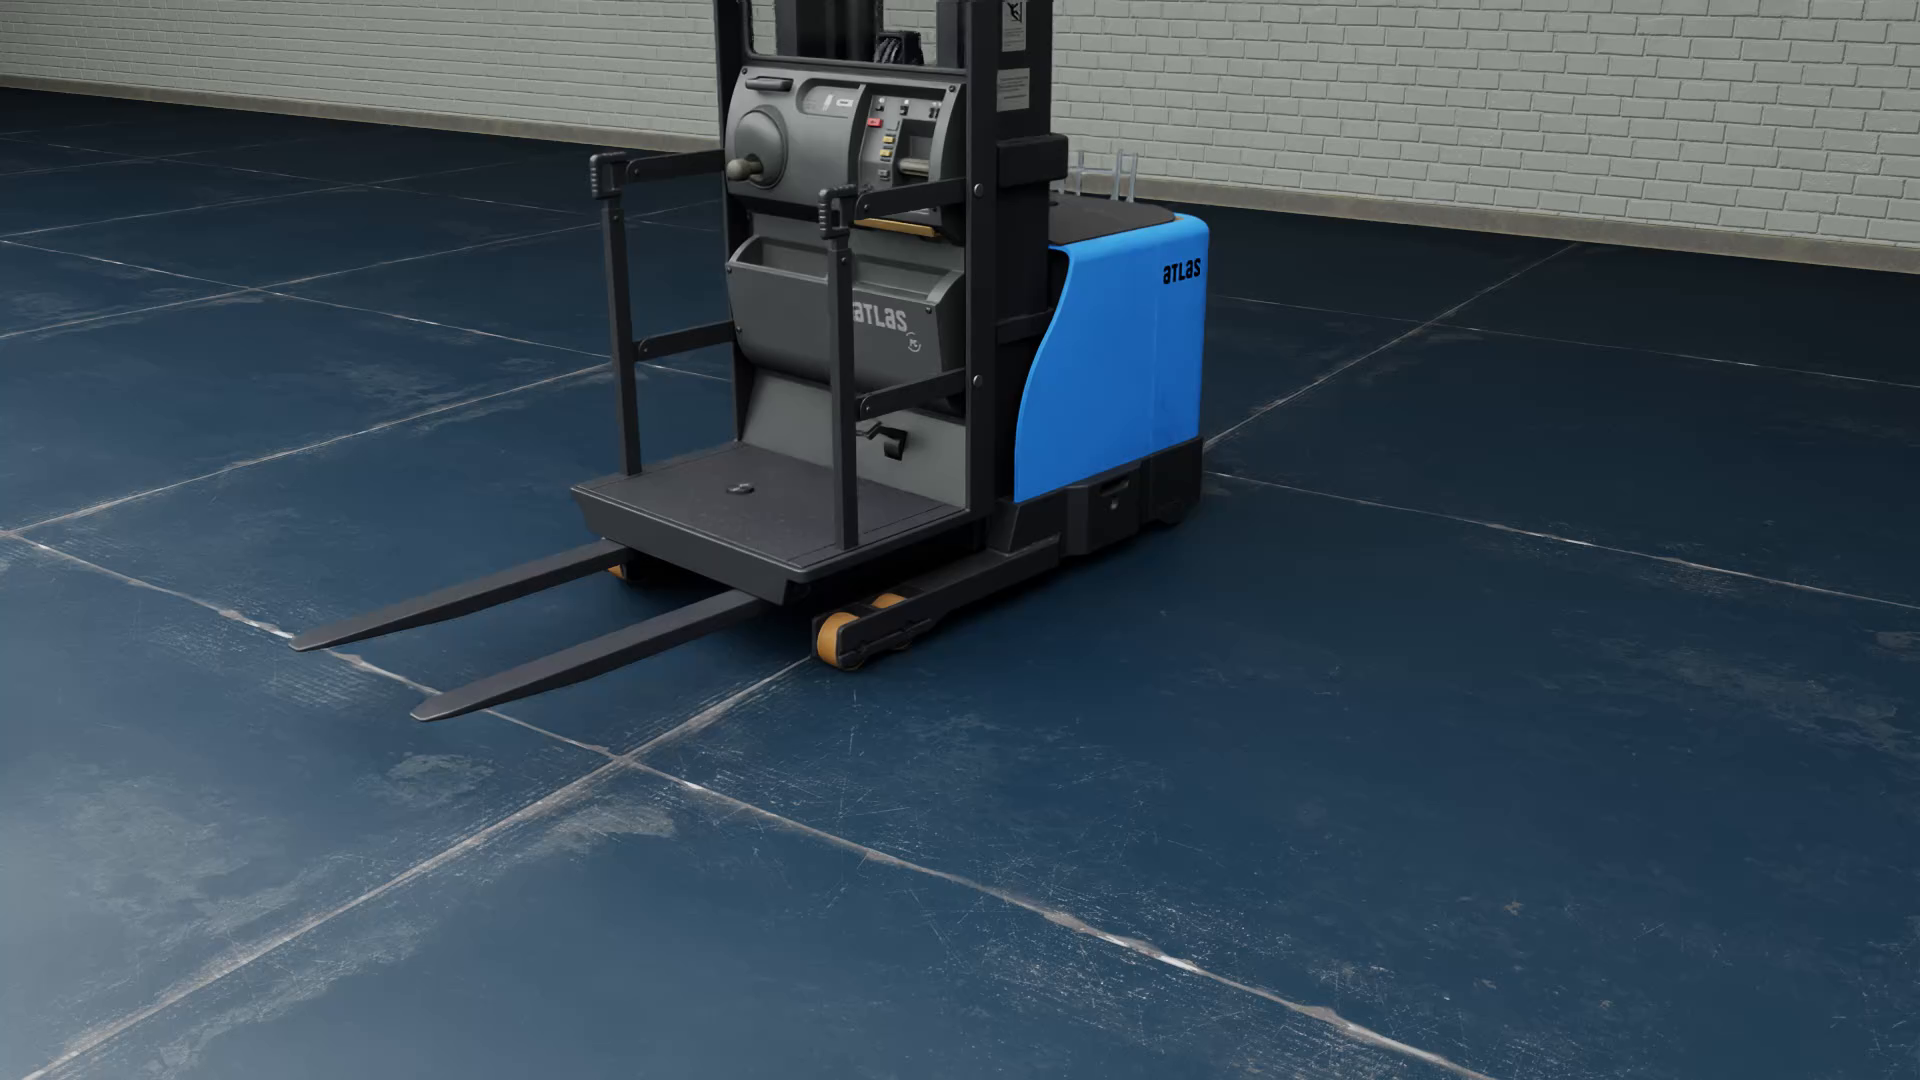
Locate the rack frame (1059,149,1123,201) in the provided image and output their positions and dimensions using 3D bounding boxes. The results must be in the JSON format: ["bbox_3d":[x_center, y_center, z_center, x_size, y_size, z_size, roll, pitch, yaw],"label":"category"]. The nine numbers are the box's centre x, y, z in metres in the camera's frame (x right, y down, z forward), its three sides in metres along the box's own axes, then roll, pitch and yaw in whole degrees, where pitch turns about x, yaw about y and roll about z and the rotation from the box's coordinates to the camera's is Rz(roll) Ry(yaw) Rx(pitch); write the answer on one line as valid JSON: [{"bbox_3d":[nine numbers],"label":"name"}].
[{"bbox_3d":[0.454,-0.893,6.378,0.240,1.200,0.006,9,11,23],"label":"rack frame"}]

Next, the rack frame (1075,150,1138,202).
[{"bbox_3d":[0.527,-0.917,6.543,0.240,1.200,0.006,9,11,23],"label":"rack frame"}]

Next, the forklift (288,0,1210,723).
[{"bbox_3d":[-0.504,-1.200,4.784,1.130,2.935,3.031,18,27,39],"label":"forklift"}]

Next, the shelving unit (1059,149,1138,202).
[{"bbox_3d":[0.491,-0.905,6.461,0.258,1.200,0.189,9,11,23],"label":"shelving unit"}]
